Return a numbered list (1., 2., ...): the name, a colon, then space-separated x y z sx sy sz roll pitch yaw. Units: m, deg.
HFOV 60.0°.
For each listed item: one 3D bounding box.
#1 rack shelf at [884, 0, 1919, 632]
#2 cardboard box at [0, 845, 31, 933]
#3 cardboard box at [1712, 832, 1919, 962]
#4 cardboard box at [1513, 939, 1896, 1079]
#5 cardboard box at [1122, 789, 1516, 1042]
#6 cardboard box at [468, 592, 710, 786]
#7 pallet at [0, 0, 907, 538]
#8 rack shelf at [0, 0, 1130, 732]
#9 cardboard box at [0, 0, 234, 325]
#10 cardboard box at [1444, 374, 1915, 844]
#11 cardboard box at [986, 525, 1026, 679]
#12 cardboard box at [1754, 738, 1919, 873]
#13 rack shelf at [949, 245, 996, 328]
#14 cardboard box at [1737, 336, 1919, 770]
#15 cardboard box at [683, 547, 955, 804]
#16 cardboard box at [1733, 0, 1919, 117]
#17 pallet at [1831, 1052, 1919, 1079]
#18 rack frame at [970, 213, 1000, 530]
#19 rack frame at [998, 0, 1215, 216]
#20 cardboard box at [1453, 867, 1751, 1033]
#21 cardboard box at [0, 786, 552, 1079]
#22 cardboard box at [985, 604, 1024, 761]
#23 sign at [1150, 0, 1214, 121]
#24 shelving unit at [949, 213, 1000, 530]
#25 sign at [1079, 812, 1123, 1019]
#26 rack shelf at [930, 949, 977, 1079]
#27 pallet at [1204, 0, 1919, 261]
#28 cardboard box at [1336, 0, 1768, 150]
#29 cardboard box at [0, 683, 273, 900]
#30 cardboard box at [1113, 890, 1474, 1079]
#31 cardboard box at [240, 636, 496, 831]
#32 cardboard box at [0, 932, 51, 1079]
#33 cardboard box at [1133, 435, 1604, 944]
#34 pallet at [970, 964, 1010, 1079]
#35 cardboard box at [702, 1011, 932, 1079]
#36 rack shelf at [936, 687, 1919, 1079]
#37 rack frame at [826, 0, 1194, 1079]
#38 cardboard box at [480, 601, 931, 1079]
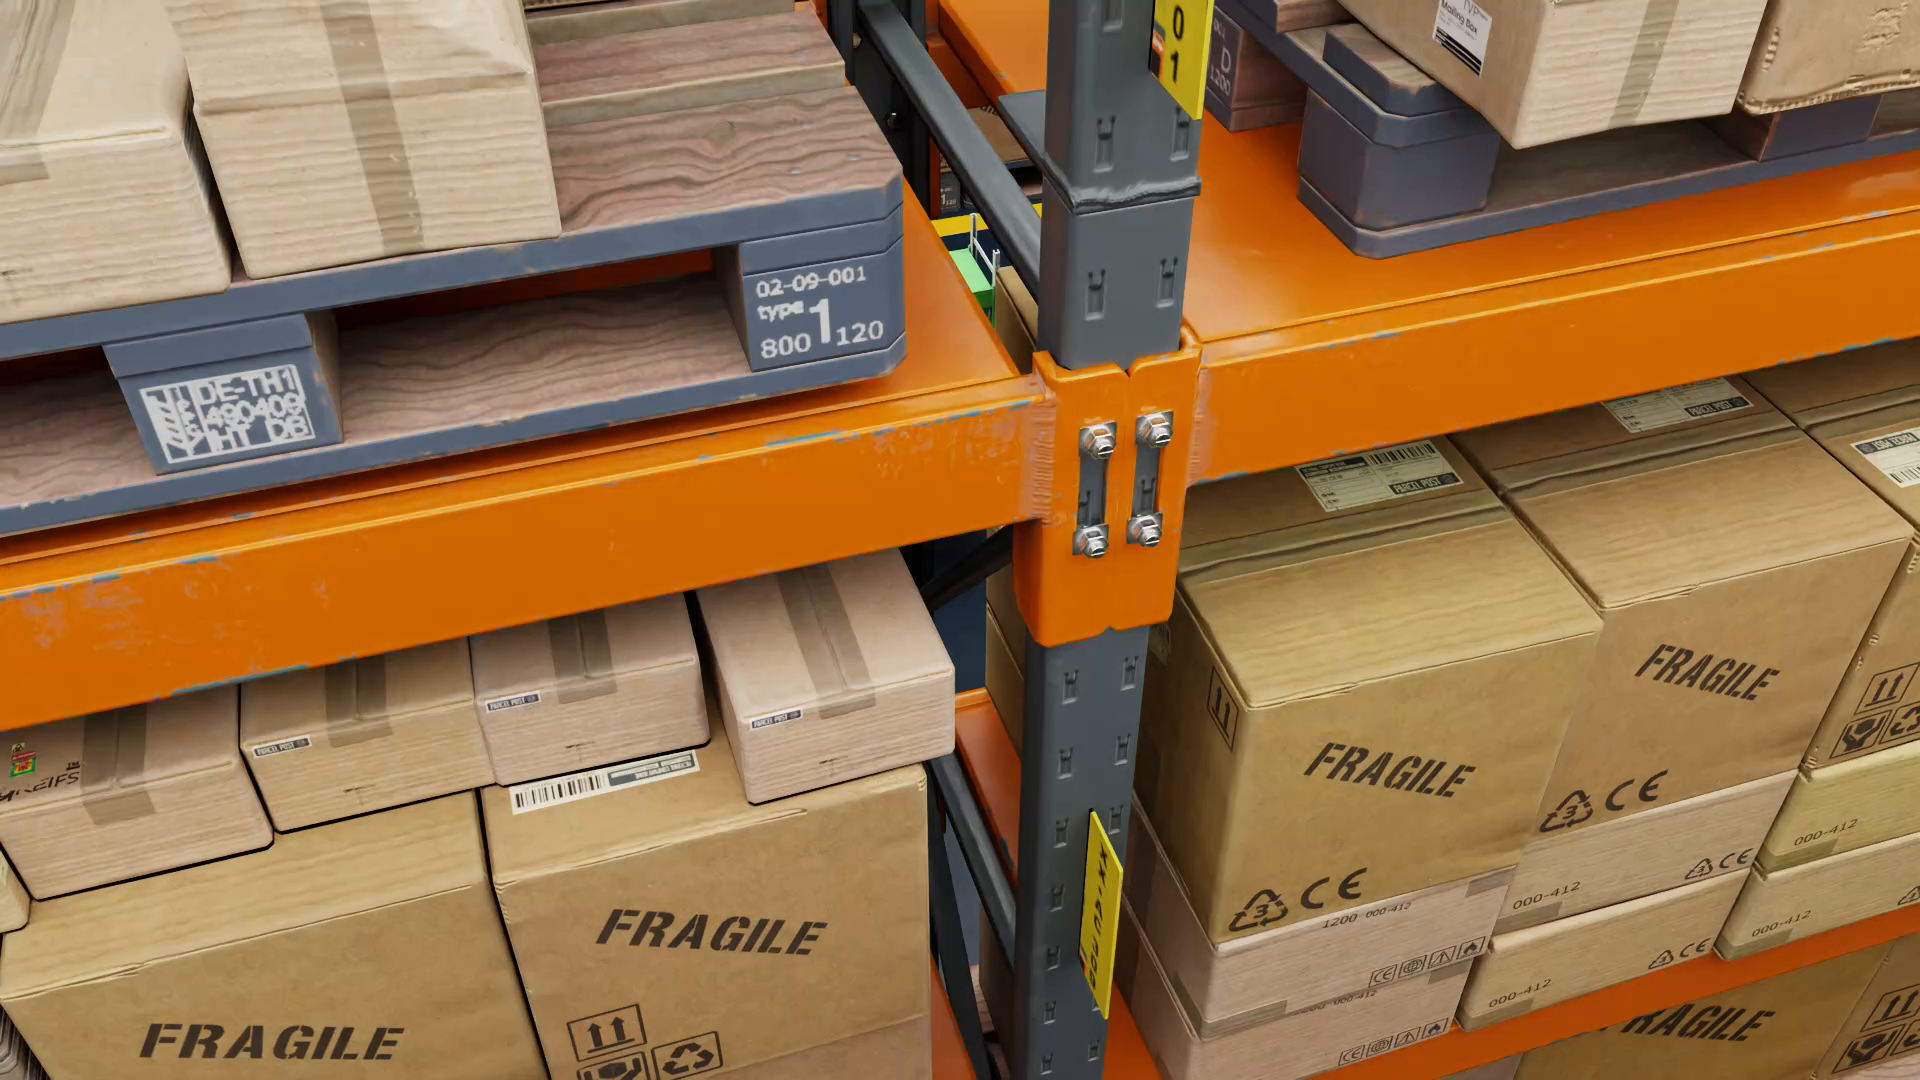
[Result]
1. rack shelf: 1.923 -0.749 2.594 4.000 0.370 1.077 -12 42 -13
2. cardboard box: -1.172 0.268 1.835 0.250 0.149 0.380 -12 43 -13
3. cardboard box: 1.501 0.446 3.074 0.500 0.250 0.500 -12 43 -13
4. cardboard box: 1.442 0.791 3.861 0.875 0.875 0.875 -11 42 -12
5. cardboard box: 0.520 0.463 2.674 0.500 0.250 0.500 -13 43 -14
6. cardboard box: -0.467 0.091 2.037 0.250 0.149 0.380 -11 42 -12
7. pallet: -0.768 -0.436 1.757 1.213 0.211 1.003 -12 42 -13
8. rack shelf: -1.892 0.042 1.690 4.000 0.370 1.077 -12 42 -13
9. cardboard box: -0.750 -0.347 1.383 0.250 0.149 0.380 -11 42 -12
10. cardboard box: 0.998 0.066 2.558 0.500 0.500 0.500 -12 43 -13
11. cardboard box: 0.363 0.133 3.051 0.500 0.250 0.500 -12 42 -13
12. cardboard box: 1.498 0.259 2.907 0.500 0.250 0.500 -11 42 -13
13. rack shelf: -0.158 -0.732 5.044 0.480 0.148 0.258 -12 42 -13
14. cardboard box: 1.477 -0.031 2.670 0.500 0.500 0.500 -13 43 -14
15. cardboard box: -0.183 0.107 2.019 0.250 0.149 0.380 -13 43 -14
16. cardboard box: 0.943 -0.813 1.725 0.500 0.500 0.500 -12 43 -14
17. pallet: 1.894 1.112 4.317 1.213 0.211 1.003 -12 42 -13
18. rack frame: 0.075 -0.467 5.373 0.015 1.200 0.240 -12 42 -13
19. rack frame: 0.015 -1.754 0.918 0.127 3.000 1.000 -12 42 -13
20. cardboard box: 1.007 0.537 2.970 0.500 0.250 0.500 -13 43 -14
21. cardboard box: -0.838 0.452 2.116 0.500 0.500 0.500 -12 43 -14
22. cardboard box: 0.367 0.315 3.224 0.500 0.250 0.500 -13 43 -14
23. sign: 0.183 -0.501 1.311 0.005 0.325 0.100 -12 42 -13
24. shelving unit: -0.158 -0.419 5.318 0.503 1.200 0.258 -12 42 -13
25. sign: 0.183 0.497 2.183 0.005 0.325 0.100 -12 42 -13
26. rack shelf: -1.892 1.171 2.676 4.000 0.370 1.077 -12 42 -13
27. pallet: 0.875 -0.765 2.211 1.217 0.209 0.805 -13 43 -15
28. cardboard box: 0.598 -0.611 1.673 0.258 0.266 0.396 -12 43 -13
29. cardboard box: -0.944 0.196 1.917 0.250 0.149 0.380 -12 43 -13
30. cardboard box: 0.514 0.640 2.851 0.500 0.250 0.500 -13 43 -14
31. cardboard box: -0.708 0.134 1.988 0.250 0.149 0.380 -12 42 -13
32. cardboard box: -1.321 0.559 1.994 0.500 0.500 0.500 -11 42 -12
33. cardboard box: 0.521 0.184 2.423 0.500 0.500 0.500 -11 42 -13
34. pallet: 0.728 1.355 4.038 1.213 0.211 1.003 -12 42 -13
35. cardboard box: -0.350 0.719 2.571 0.500 0.500 0.500 -11 42 -13
36. rack shelf: 1.923 0.381 3.581 4.000 0.370 1.077 -12 42 -13
37. rack frame: 0.015 0.505 2.892 0.127 3.000 1.000 -12 42 -13
38. cardboard box: -0.352 0.357 2.225 0.500 0.500 0.500 -12 43 -13
